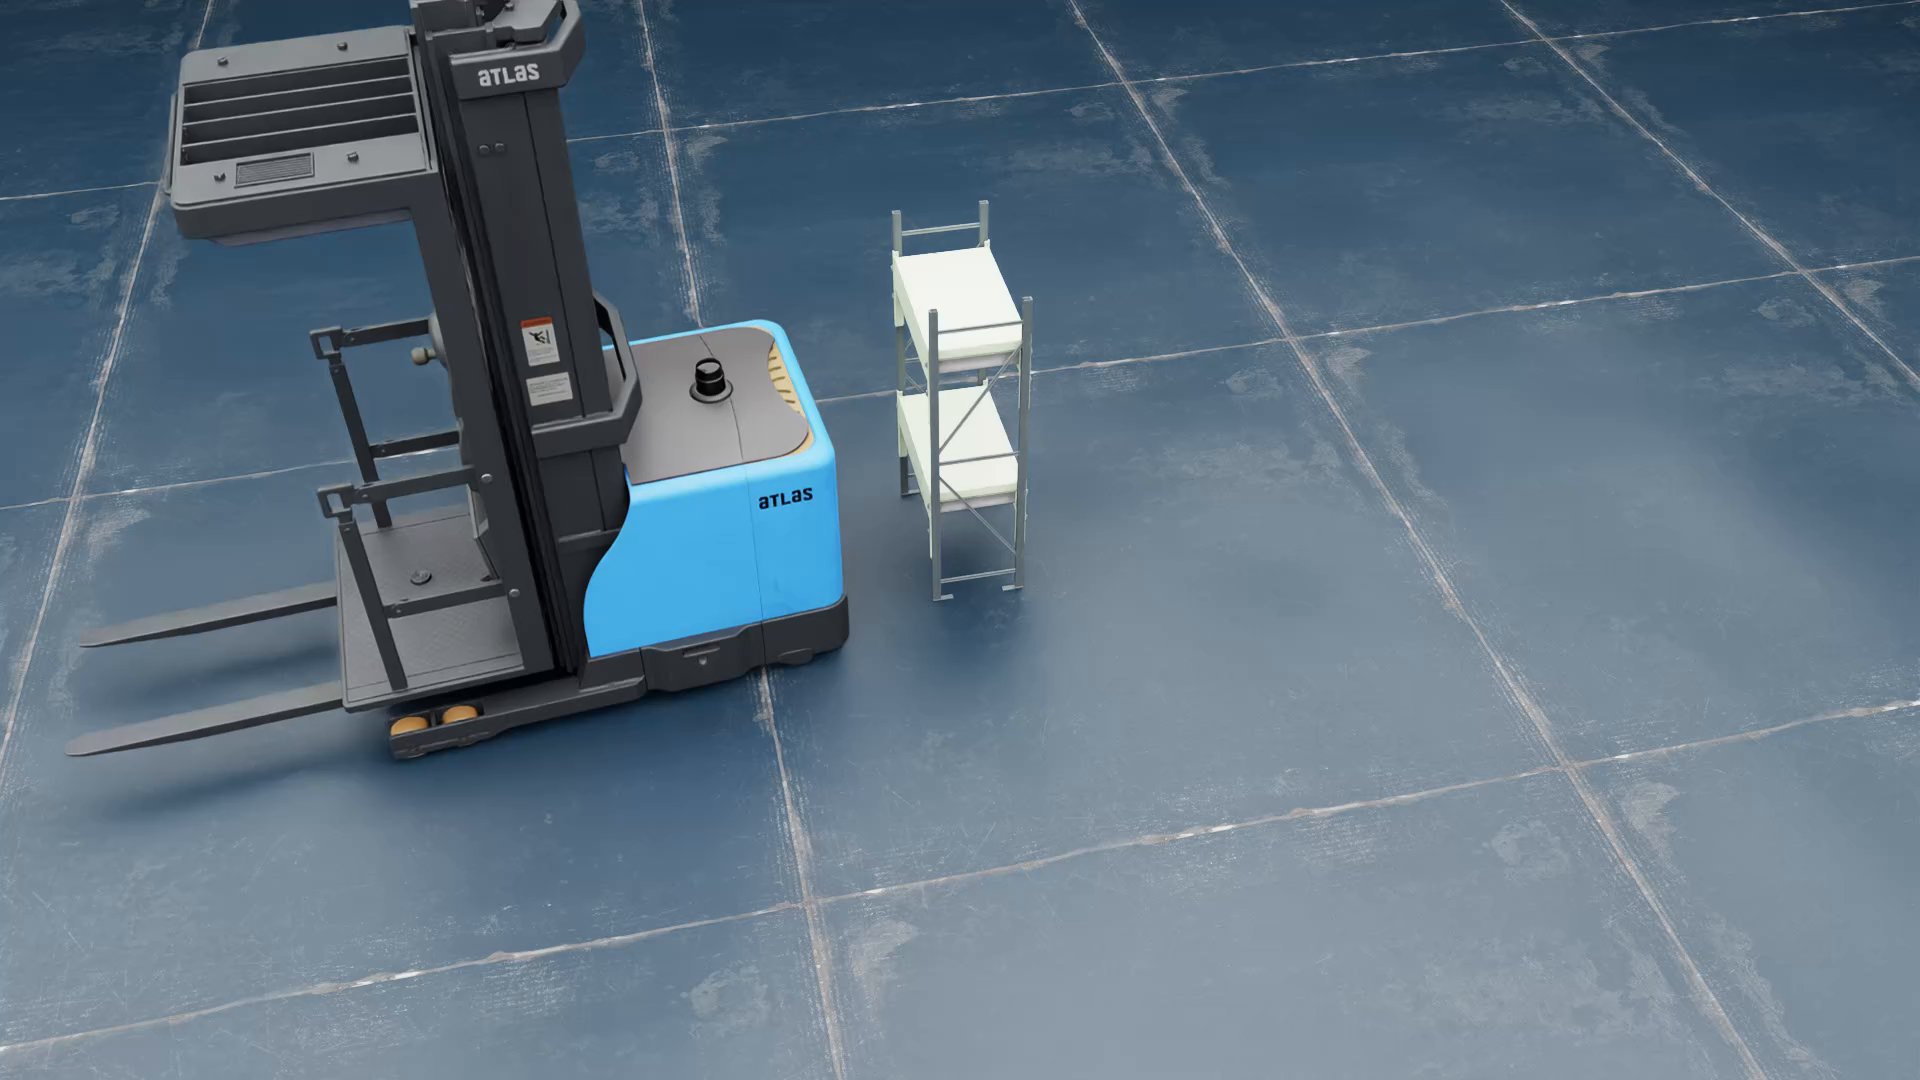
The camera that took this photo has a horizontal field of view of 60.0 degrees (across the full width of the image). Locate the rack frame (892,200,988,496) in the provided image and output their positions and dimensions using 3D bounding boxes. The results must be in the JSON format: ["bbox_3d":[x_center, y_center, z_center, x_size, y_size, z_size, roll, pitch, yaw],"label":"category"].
[{"bbox_3d":[-0.080,-0.802,7.306,0.400,1.500,0.023,-8,42,-9],"label":"rack frame"}]

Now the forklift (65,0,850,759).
[{"bbox_3d":[-2.039,-0.633,6.036,3.031,2.935,1.130,-12,43,-13],"label":"forklift"}]

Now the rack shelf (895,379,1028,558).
[{"bbox_3d":[-0.001,-0.321,7.255,0.431,0.370,0.720,-8,42,-9],"label":"rack shelf"}]

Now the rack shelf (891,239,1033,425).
[{"bbox_3d":[-0.001,-0.857,6.780,0.431,0.370,0.720,-8,42,-9],"label":"rack shelf"}]

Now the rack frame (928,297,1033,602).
[{"bbox_3d":[0.078,-0.328,6.771,0.400,1.500,0.023,-8,42,-9],"label":"rack frame"}]

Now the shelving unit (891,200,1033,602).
[{"bbox_3d":[-0.001,-0.565,7.039,0.431,1.500,0.755,-8,42,-9],"label":"shelving unit"}]
